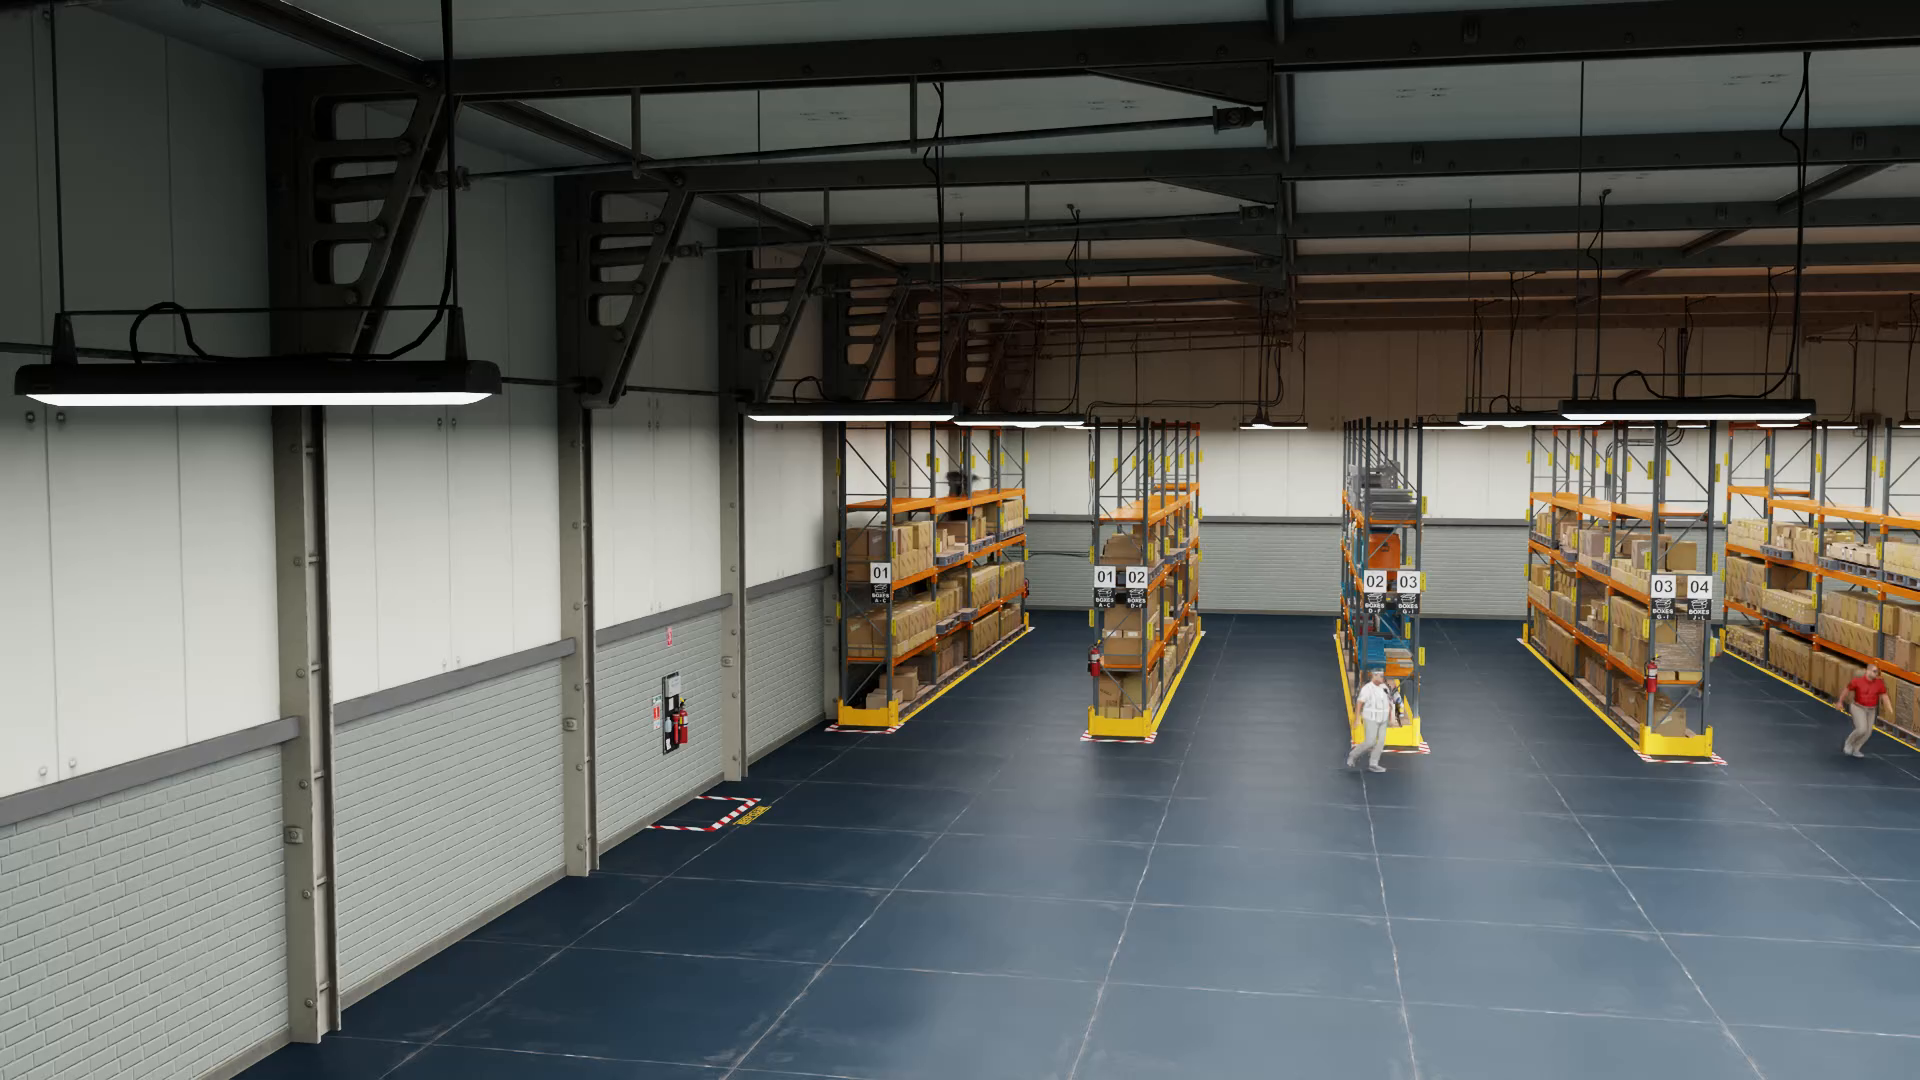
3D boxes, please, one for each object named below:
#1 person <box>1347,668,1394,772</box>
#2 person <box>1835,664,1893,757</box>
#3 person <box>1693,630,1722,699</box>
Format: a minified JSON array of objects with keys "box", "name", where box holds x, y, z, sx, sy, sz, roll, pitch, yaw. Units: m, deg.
[{"box":[6.910,3.021,28.040,0.686,1.759,0.594,-2,4,-30],"name":"person"},{"box":[15.850,2.990,29.059,0.643,1.672,0.840,0,4,-6],"name":"person"},{"box":[16.074,2.631,35.967,0.678,1.547,1.182,1,4,17],"name":"person"}]
